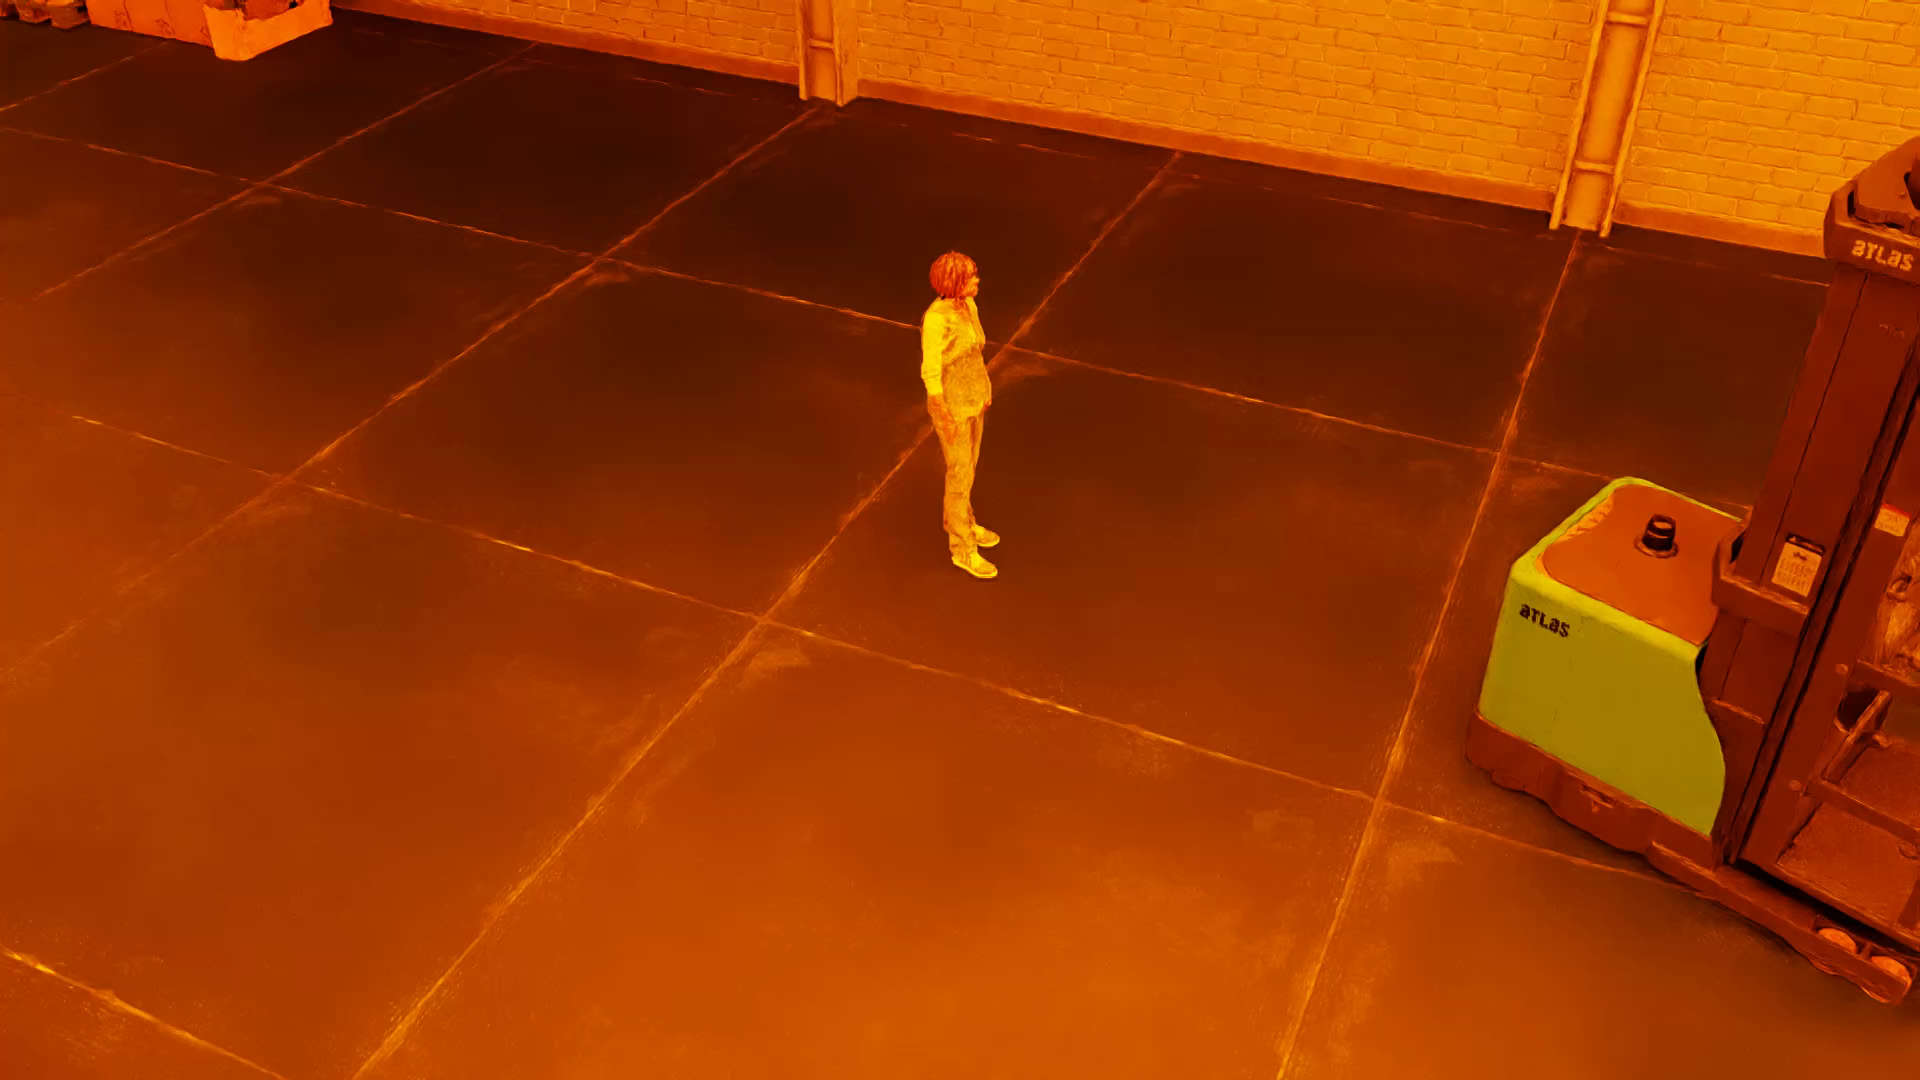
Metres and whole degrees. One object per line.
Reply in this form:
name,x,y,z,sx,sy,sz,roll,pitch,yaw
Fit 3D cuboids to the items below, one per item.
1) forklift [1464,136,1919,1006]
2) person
forklift,3.590,0.183,5.829,3.031,2.935,1.130,30,45,35
person,0.062,-0.631,8.108,0.474,1.597,0.521,15,38,20
